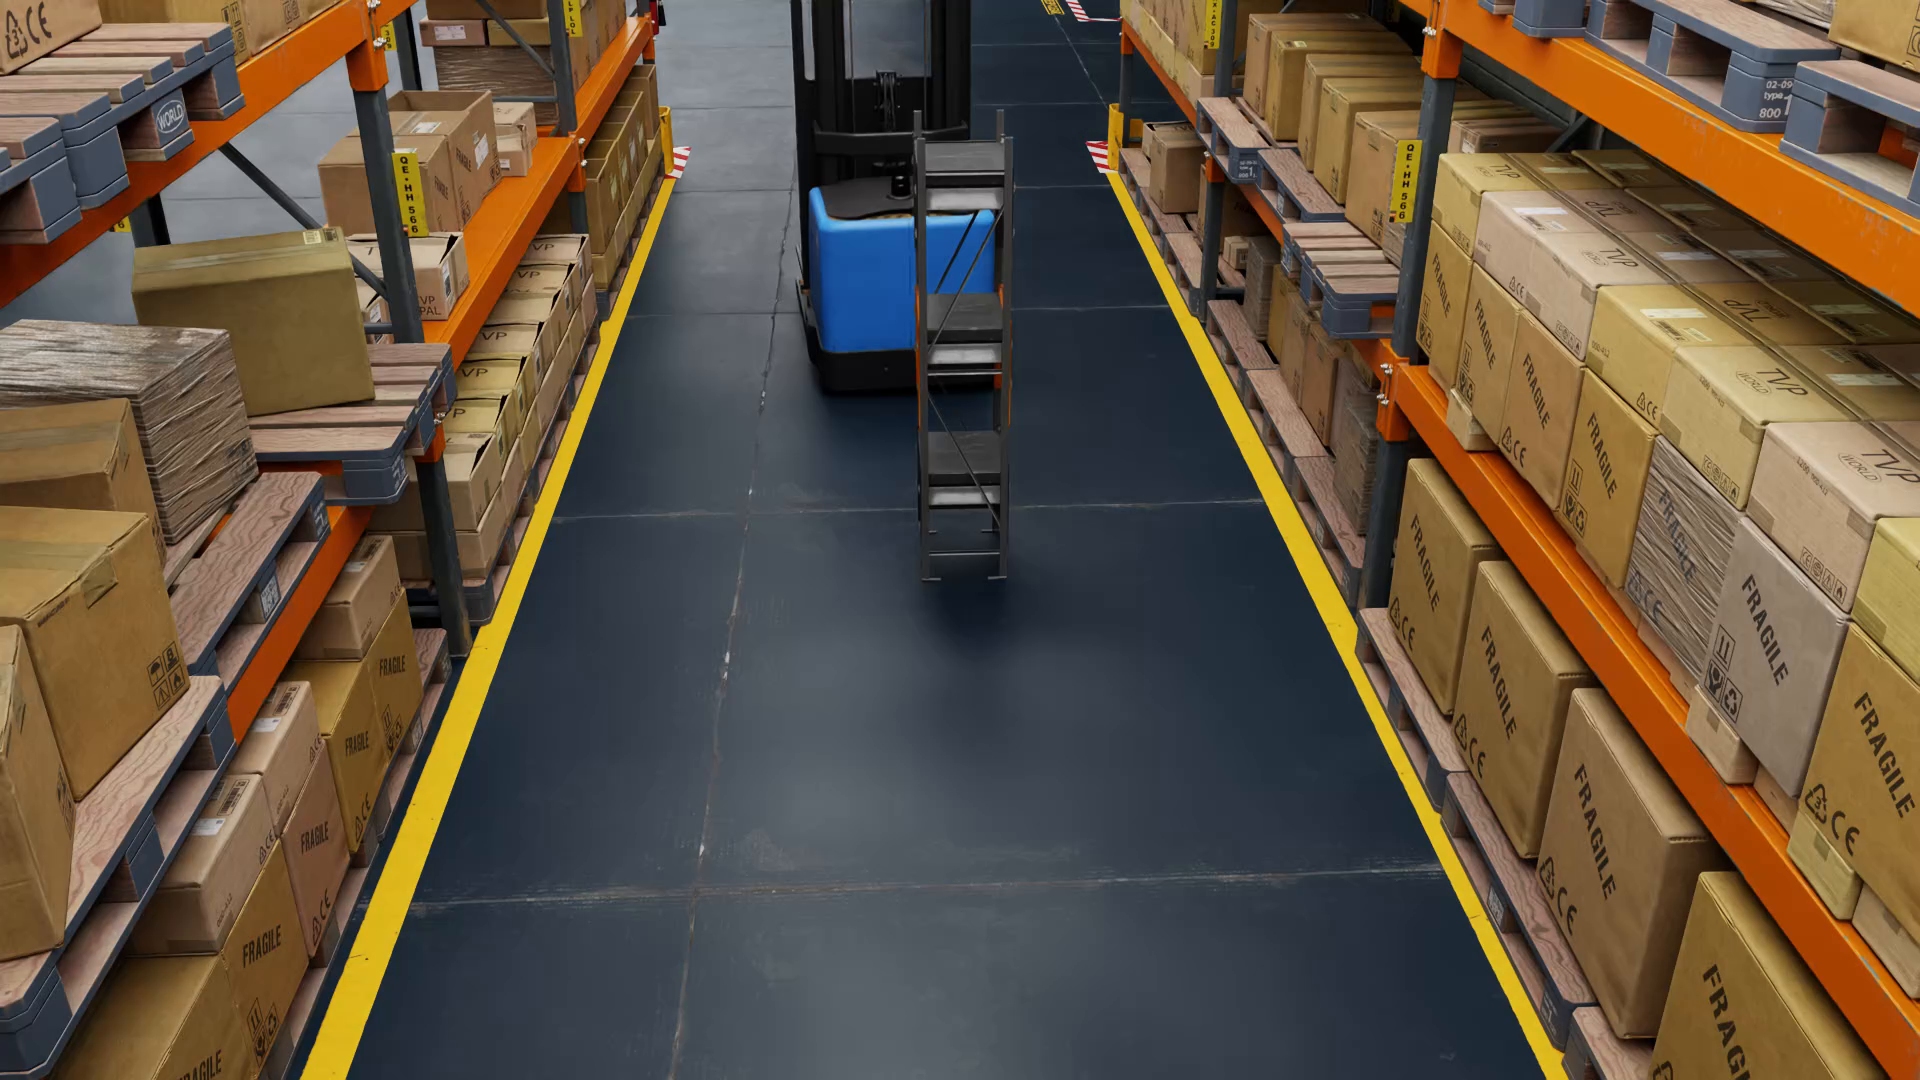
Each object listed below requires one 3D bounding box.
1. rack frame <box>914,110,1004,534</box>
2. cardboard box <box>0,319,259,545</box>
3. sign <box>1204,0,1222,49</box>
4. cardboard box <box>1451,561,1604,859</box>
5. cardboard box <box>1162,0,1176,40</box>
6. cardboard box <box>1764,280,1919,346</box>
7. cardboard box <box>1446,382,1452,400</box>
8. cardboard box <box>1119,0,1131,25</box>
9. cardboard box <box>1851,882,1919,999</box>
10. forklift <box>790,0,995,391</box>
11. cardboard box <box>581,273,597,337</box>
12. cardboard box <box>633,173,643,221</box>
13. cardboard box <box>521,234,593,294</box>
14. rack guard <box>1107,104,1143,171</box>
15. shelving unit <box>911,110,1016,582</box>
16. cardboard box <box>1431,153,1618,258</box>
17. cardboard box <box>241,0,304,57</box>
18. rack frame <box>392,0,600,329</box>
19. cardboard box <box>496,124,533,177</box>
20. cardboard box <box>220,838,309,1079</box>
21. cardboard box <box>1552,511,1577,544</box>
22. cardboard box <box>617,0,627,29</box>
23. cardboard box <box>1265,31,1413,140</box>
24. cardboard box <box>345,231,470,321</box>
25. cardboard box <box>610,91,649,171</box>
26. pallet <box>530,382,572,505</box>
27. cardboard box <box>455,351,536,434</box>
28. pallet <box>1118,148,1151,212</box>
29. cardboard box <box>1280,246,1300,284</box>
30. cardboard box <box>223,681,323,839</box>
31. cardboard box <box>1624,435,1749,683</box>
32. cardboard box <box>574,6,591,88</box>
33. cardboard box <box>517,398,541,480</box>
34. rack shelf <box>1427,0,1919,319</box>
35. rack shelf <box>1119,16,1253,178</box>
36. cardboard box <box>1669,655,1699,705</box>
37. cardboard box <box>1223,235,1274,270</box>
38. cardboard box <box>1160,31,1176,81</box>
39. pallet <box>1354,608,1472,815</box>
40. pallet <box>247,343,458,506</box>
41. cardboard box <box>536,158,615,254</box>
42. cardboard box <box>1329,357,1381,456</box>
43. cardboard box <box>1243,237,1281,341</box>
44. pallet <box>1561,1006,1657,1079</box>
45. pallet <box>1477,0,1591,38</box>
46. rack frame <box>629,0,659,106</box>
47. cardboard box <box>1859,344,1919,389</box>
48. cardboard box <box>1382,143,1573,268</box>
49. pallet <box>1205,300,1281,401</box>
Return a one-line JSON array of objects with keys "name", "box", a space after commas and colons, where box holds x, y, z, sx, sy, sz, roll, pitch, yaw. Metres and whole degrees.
[{"name": "rack frame", "box": [-0.004, -0.967, 7.834, 0.400, 2.100, 0.015, -1, 28, -3]}, {"name": "cardboard box", "box": [-2.648, -0.341, 5.099, 0.700, 0.500, 0.500, 4, 28, 7]}, {"name": "sign", "box": [1.546, -3.162, 10.132, 0.100, 0.325, 0.005, -1, 28, -3]}, {"name": "cardboard box", "box": [2.243, 0.567, 5.789, 0.750, 0.750, 0.750, -2, 28, -3]}, {"name": "cardboard box", "box": [1.706, -3.743, 11.513, 0.500, 0.500, 0.500, -2, 28, -4]}, {"name": "cardboard box", "box": [2.653, -0.550, 4.799, 0.500, 0.250, 0.500, -2, 28, -4]}, {"name": "cardboard box", "box": [2.086, -0.570, 6.350, 0.380, 0.149, 0.250, -1, 28, -2]}, {"name": "cardboard box", "box": [1.587, -4.351, 13.489, 0.500, 0.250, 0.500, -2, 28, -4]}, {"name": "cardboard box", "box": [2.204, 0.853, 3.620, 0.380, 0.149, 0.250, -1, 28, -2]}, {"name": "forklift", "box": [-0.516, -2.834, 10.513, 1.130, 2.935, 3.031, -4, 28, -8]}, {"name": "cardboard box", "box": [-2.548, -1.456, 10.317, 0.500, 0.250, 0.500, -2, 28, -3]}, {"name": "cardboard box", "box": [-2.655, -2.554, 12.423, 0.500, 0.250, 0.500, -1, 28, -3]}, {"name": "cardboard box", "box": [-2.552, -1.709, 10.195, 0.500, 0.311, 0.500, -1, 28, -3]}, {"name": "rack guard", "box": [1.882, -3.498, 14.417, 1.175, 0.500, 0.348, -1, 28, -3]}, {"name": "shelving unit", "box": [0.009, -0.855, 7.618, 0.431, 2.100, 0.503, -1, 28, -3]}, {"name": "cardboard box", "box": [2.064, -1.236, 6.113, 0.500, 0.250, 0.500, -1, 28, -1]}, {"name": "cardboard box", "box": [-2.568, -1.764, 5.037, 0.910, 0.500, 0.500, -1, 28, -3]}, {"name": "rack frame", "box": [-2.860, -2.673, 10.132, 1.000, 3.000, 0.127, -1, 28, -3]}, {"name": "cardboard box", "box": [-2.630, -2.212, 9.393, 0.396, 0.266, 0.258, -2, 28, -4]}, {"name": "cardboard box", "box": [-2.281, 1.228, 4.879, 0.500, 0.500, 0.500, -1, 28, -2]}, {"name": "cardboard box", "box": [2.177, -0.094, 5.436, 0.380, 0.149, 0.250, -1, 28, -2]}, {"name": "cardboard box", "box": [-3.057, -4.349, 13.236, 0.700, 0.500, 0.500, -1, 28, -3]}, {"name": "cardboard box", "box": [2.102, -2.540, 9.292, 0.700, 0.500, 0.500, 1, 28, 3]}, {"name": "cardboard box", "box": [-2.504, -1.204, 7.411, 0.500, 0.311, 0.500, -2, 28, -3]}, {"name": "cardboard box", "box": [-2.676, -3.118, 12.693, 0.500, 0.500, 0.500, -1, 28, -3]}, {"name": "pallet", "box": [-2.715, -0.533, 9.043, 1.003, 0.211, 1.213, -1, 28, -3]}, {"name": "cardboard box", "box": [-2.445, -0.768, 8.393, 0.500, 0.311, 0.500, -2, 28, -4]}, {"name": "pallet", "box": [1.889, -2.994, 13.763, 1.003, 0.211, 1.213, -1, 28, -3]}, {"name": "cardboard box", "box": [2.169, -1.671, 9.626, 0.500, 0.250, 0.500, -2, 28, -4]}, {"name": "cardboard box", "box": [-2.303, 0.679, 5.120, 0.500, 0.250, 0.500, -2, 28, -4]}, {"name": "cardboard box", "box": [2.175, 0.040, 4.478, 0.500, 0.500, 0.500, -1, 28, -3]}, {"name": "cardboard box", "box": [-2.945, -3.397, 11.412, 0.700, 0.500, 0.500, -1, 28, -2]}, {"name": "cardboard box", "box": [-2.445, -0.514, 8.511, 0.500, 0.250, 0.500, -2, 28, -4]}, {"name": "rack shelf", "box": [2.400, -1.035, 4.524, 1.077, 0.370, 4.000, -1, 28, -3]}, {"name": "rack shelf", "box": [1.983, -3.399, 12.301, 1.077, 0.370, 4.000, -1, 28, -3]}, {"name": "cardboard box", "box": [2.180, 0.382, 4.525, 0.380, 0.149, 0.250, -1, 28, -3]}, {"name": "cardboard box", "box": [2.029, -1.980, 11.390, 0.380, 0.166, 0.250, -5, 28, -9]}, {"name": "cardboard box", "box": [1.700, -3.410, 11.686, 0.500, 0.250, 0.500, -2, 28, -3]}, {"name": "pallet", "box": [2.262, 0.655, 6.766, 1.003, 0.211, 1.213, -1, 28, -3]}, {"name": "pallet", "box": [-2.545, -0.429, 6.037, 1.213, 0.211, 1.003, -1, 28, -3]}, {"name": "cardboard box", "box": [-2.571, -2.194, 10.922, 0.500, 0.500, 0.500, -1, 28, -3]}, {"name": "cardboard box", "box": [2.296, -0.606, 8.395, 0.700, 0.500, 0.500, -1, 28, -3]}, {"name": "cardboard box", "box": [2.142, -1.542, 10.190, 0.700, 0.500, 0.500, 0, 28, -1]}, {"name": "pallet", "box": [2.389, 1.782, 4.605, 1.003, 0.211, 1.213, -1, 28, -3]}, {"name": "pallet", "box": [2.383, -1.897, 5.605, 1.213, 0.211, 1.003, 0, 28, 0]}, {"name": "rack frame", "box": [-3.068, -4.520, 13.673, 1.000, 3.000, 0.127, -1, 28, -3]}, {"name": "cardboard box", "box": [2.676, -0.309, 4.337, 0.500, 0.250, 0.500, -2, 28, -4]}, {"name": "cardboard box", "box": [2.261, -1.403, 7.113, 0.700, 0.500, 0.500, -5, 28, -9]}, {"name": "pallet", "box": [2.129, -1.199, 10.320, 1.003, 0.211, 1.213, -1, 28, -3]}]
